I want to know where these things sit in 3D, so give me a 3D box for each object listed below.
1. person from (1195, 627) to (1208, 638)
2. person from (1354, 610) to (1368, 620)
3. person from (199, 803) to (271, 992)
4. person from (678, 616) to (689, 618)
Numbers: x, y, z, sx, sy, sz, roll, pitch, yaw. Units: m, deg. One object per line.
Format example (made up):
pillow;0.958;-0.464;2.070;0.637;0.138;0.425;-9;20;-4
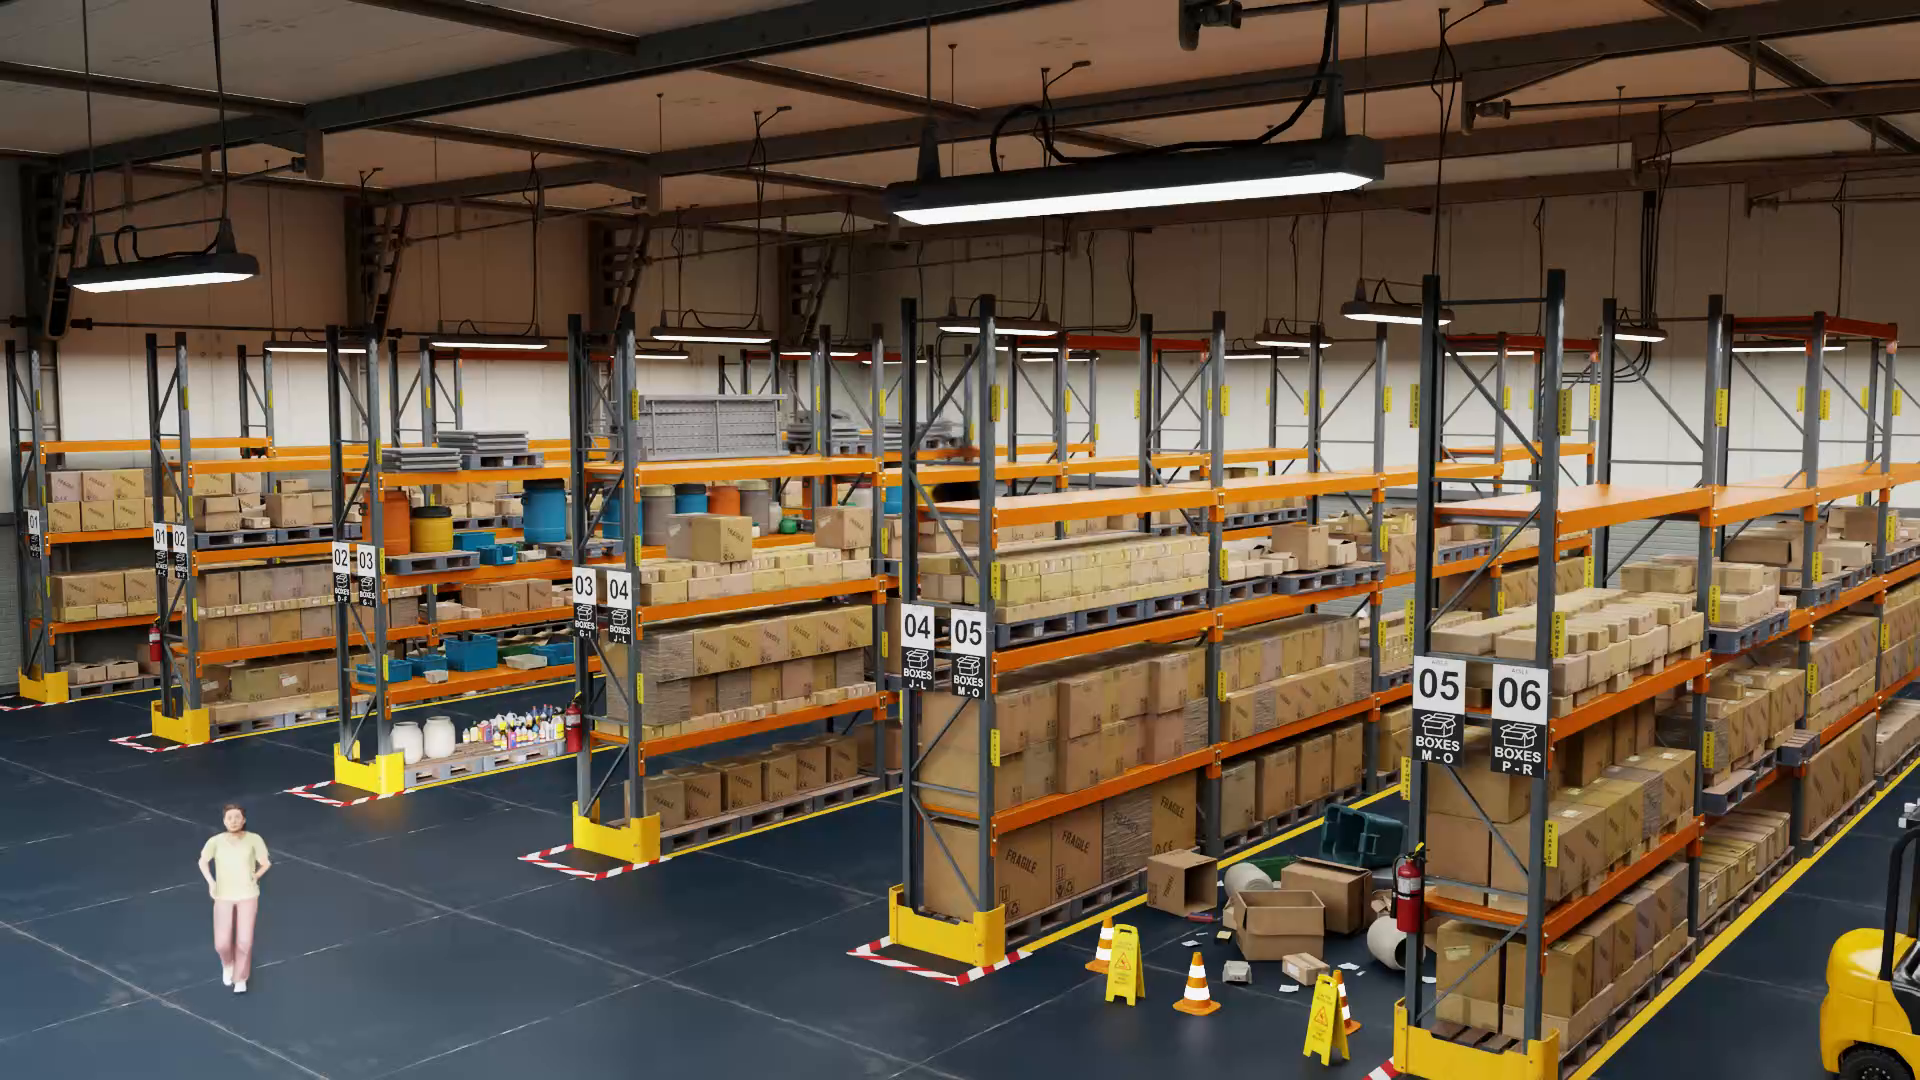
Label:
person;3.231;1.985;22.150;0.699;1.797;0.913;4;7;40
person;6.228;1.966;25.871;0.850;1.780;0.593;-5;7;-44
person;-6.193;3.068;14.220;0.572;1.626;0.541;-2;6;-22
person;-4.965;1.716;28.690;0.570;1.719;0.850;3;6;29
